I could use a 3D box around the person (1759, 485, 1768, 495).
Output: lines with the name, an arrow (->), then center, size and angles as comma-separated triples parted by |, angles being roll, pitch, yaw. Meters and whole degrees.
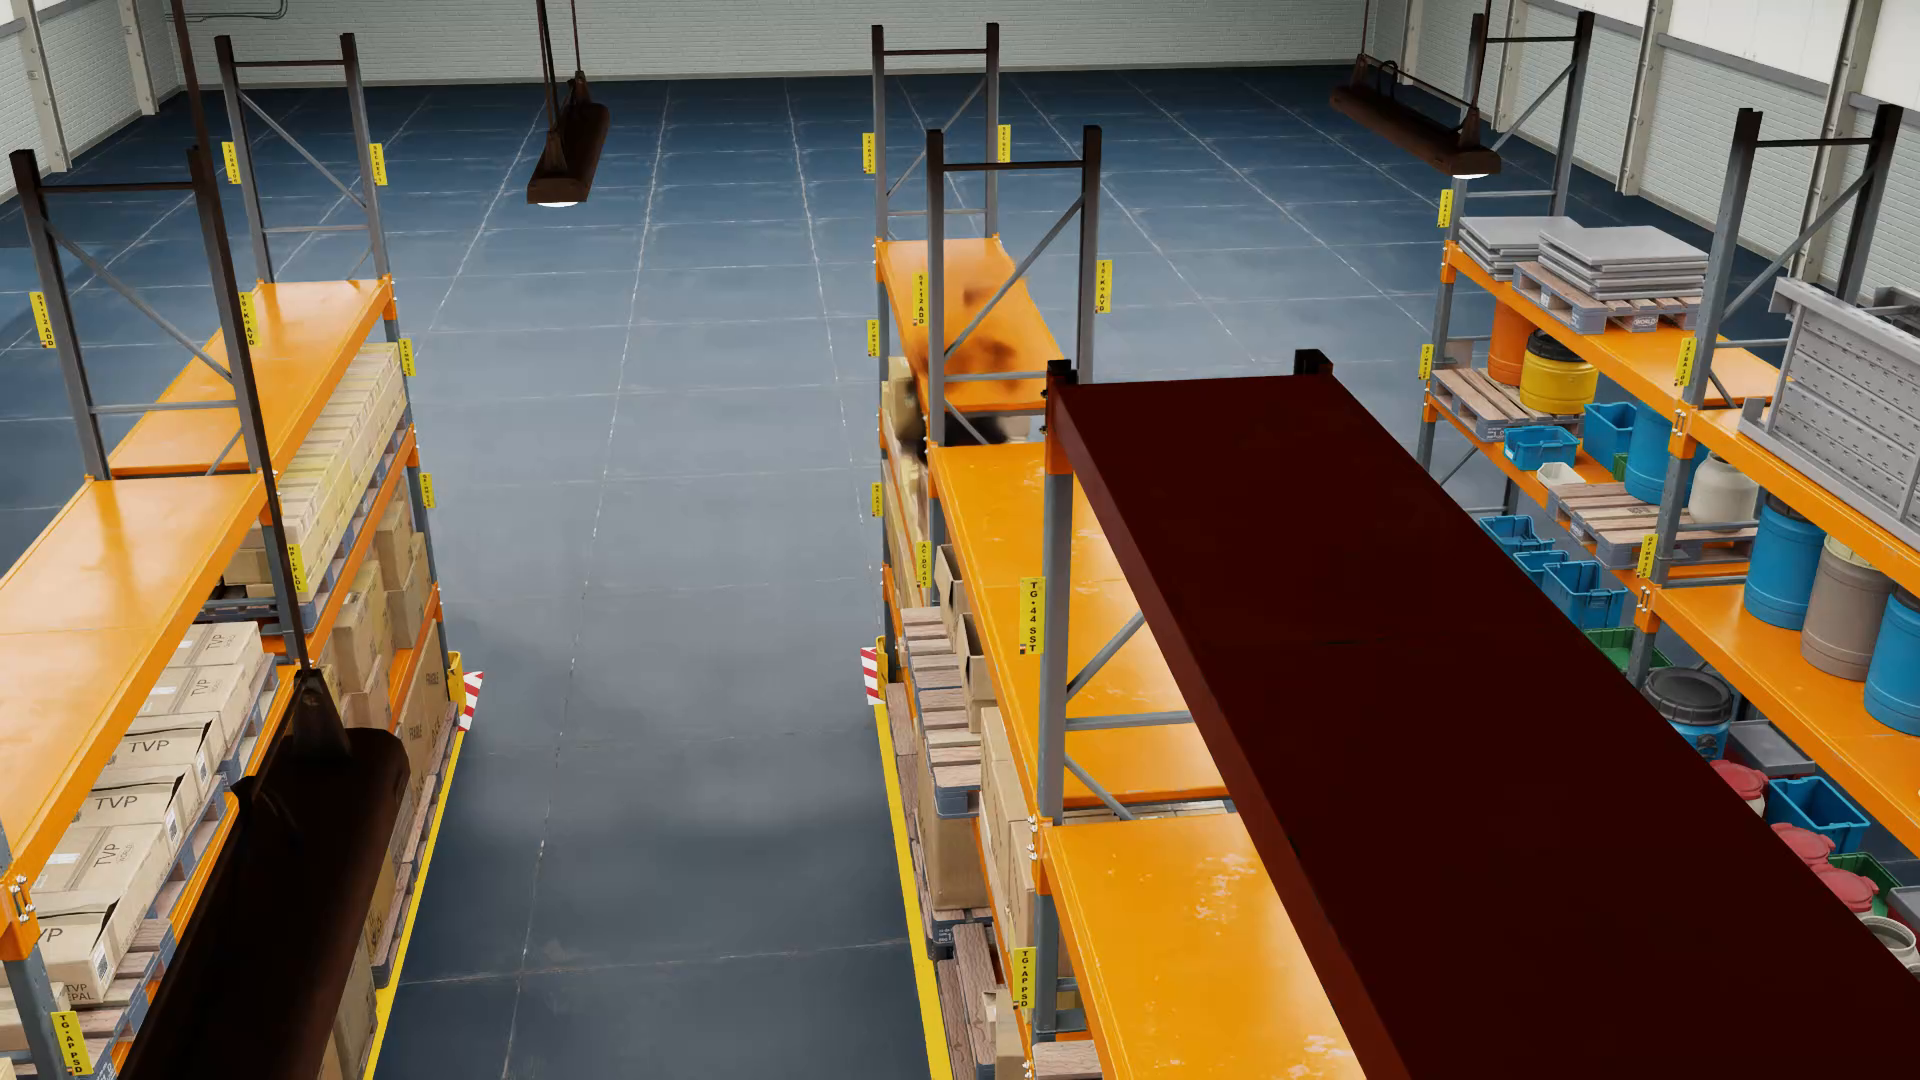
person -> 8.824, -0.752, 18.061 | 0.873, 1.816, 0.597 | 10, 27, 20
